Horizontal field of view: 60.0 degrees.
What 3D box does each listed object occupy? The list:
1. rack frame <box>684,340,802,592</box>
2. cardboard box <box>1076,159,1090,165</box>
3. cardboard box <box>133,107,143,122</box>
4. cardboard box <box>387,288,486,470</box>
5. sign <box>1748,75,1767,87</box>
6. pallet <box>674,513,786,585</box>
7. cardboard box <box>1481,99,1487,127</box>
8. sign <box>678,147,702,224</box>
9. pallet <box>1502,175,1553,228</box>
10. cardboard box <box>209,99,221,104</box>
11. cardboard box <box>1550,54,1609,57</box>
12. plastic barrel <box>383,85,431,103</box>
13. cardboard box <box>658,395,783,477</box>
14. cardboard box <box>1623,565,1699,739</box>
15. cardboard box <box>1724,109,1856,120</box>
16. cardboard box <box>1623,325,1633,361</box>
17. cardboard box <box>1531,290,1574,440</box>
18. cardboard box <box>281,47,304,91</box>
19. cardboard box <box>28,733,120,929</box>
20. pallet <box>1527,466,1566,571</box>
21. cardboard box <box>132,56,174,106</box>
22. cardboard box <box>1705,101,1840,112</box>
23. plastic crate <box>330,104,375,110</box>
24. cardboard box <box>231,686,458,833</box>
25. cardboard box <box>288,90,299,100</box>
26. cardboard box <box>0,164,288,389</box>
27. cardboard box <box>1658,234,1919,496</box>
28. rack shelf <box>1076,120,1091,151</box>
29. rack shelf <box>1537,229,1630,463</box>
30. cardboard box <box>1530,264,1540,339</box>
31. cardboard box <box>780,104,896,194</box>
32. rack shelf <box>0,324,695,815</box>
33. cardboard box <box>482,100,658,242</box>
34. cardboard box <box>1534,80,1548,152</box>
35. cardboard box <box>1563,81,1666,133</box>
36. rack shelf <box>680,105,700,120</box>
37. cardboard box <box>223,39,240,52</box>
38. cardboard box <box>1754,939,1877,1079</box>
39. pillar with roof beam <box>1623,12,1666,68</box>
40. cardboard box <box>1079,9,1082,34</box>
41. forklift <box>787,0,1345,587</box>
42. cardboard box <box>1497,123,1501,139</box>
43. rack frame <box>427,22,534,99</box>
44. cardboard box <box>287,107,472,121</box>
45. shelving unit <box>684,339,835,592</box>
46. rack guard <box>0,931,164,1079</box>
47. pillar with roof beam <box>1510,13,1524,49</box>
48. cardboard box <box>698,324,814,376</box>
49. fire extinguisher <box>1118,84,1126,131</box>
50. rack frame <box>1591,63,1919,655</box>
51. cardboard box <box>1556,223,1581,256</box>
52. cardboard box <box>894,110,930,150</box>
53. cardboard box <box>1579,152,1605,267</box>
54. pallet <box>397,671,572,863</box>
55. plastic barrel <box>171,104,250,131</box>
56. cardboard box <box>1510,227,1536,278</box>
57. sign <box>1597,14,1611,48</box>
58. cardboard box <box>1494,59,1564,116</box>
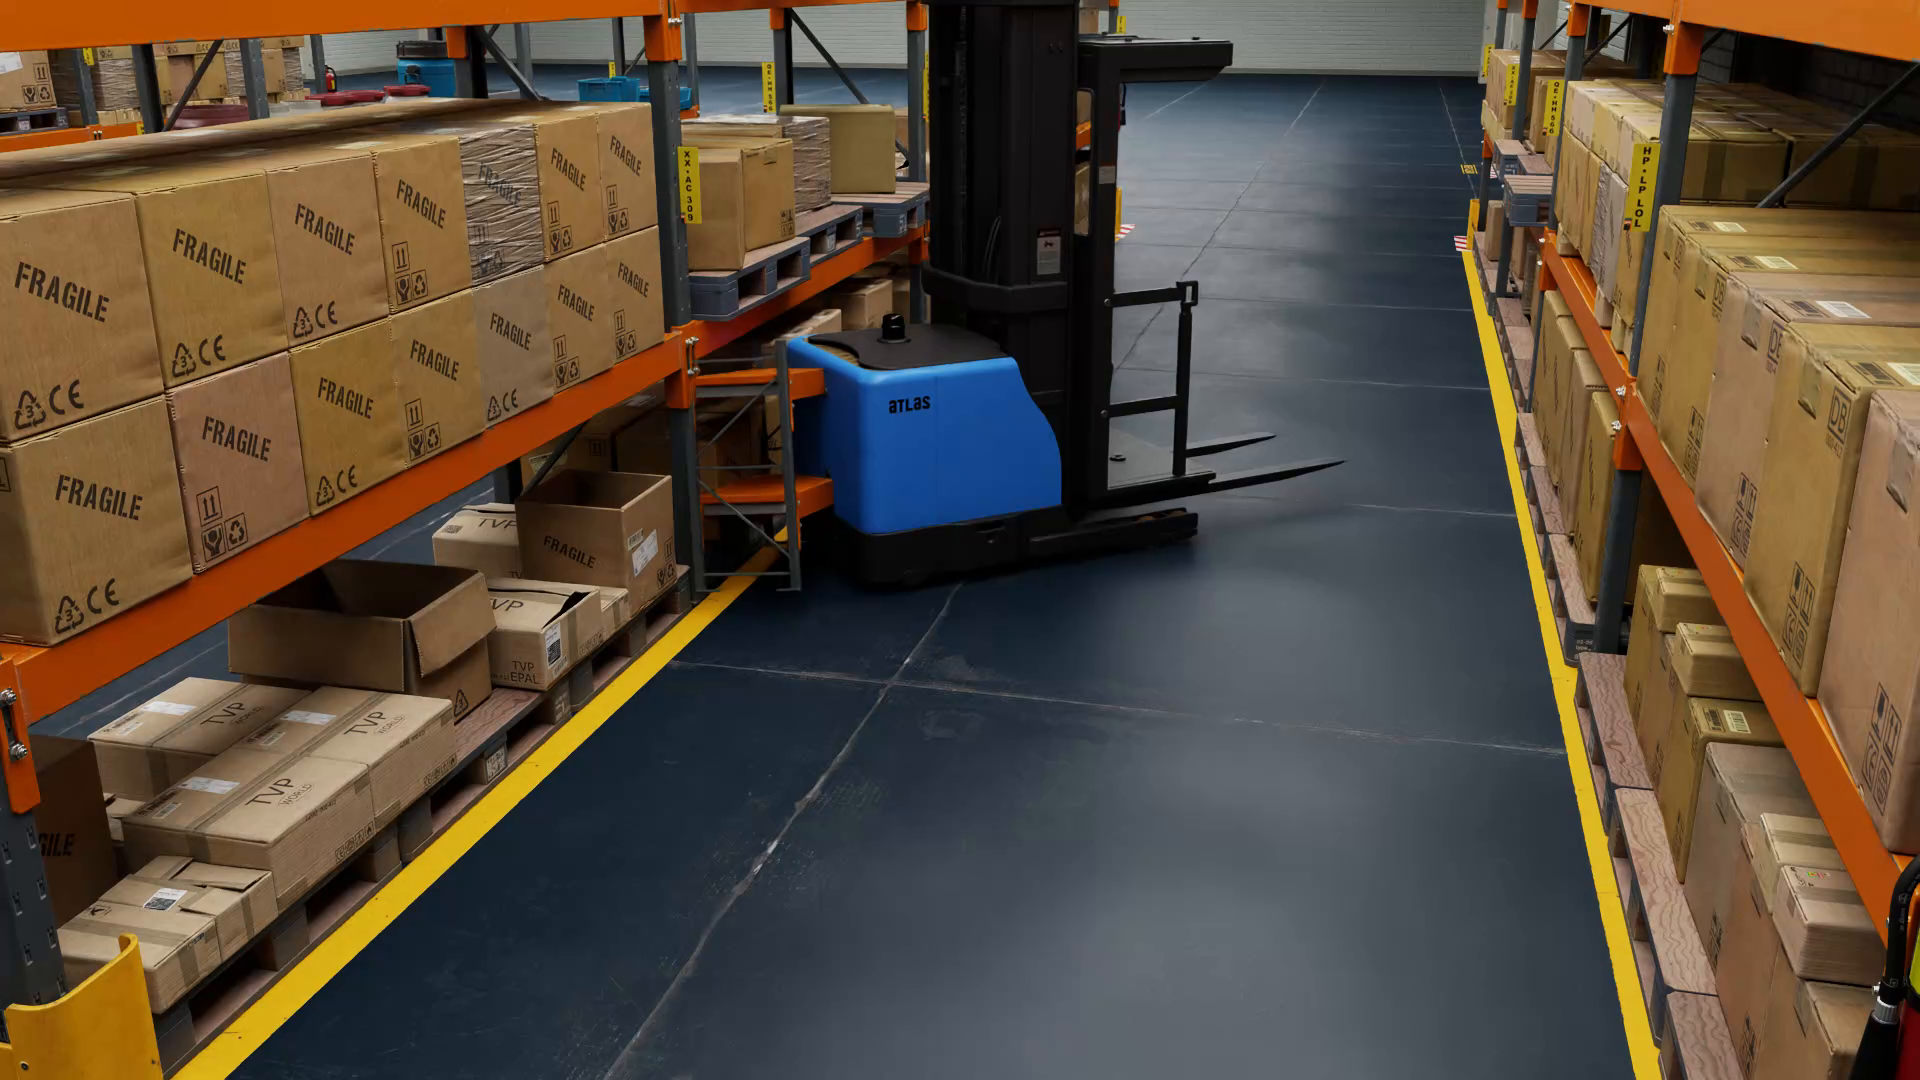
[{"bbox_3d":[-0.991,-0.325,7.497,0.500,1.125,0.032,-1,8,12],"label":"rack frame"},{"bbox_3d":[1.156,-3.675,17.250,0.500,0.500,0.500,5,19,13],"label":"cardboard box"},{"bbox_3d":[-8.901,-4.541,17.731,0.380,0.149,0.250,5,19,13],"label":"cardboard box"},{"bbox_3d":[-1.946,-0.555,5.517,0.500,0.500,0.500,5,19,14],"label":"cardboard box"},{"bbox_3d":[4.618,-2.536,9.681,0.100,0.325,0.005,5,19,13],"label":"sign"},{"bbox_3d":[-1.541,-0.106,8.671,1.003,0.211,1.213,5,19,13],"label":"pallet"},{"bbox_3d":[5.606,-4.349,16.981,0.500,0.250,0.500,4,19,12],"label":"cardboard box"},{"bbox_3d":[-1.175,-1.537,7.207,0.100,0.325,0.005,5,19,13],"label":"sign"},{"bbox_3d":[4.150,-2.172,10.703,1.213,0.211,1.003,5,19,13],"label":"pallet"},{"bbox_3d":[-8.639,-4.936,18.888,0.380,0.149,0.250,5,19,13],"label":"cardboard box"},{"bbox_3d":[5.870,-4.348,15.818,0.500,0.500,0.500,4,19,12],"label":"cardboard box"},{"bbox_3d":[-4.997,-3.849,15.106,0.433,0.535,0.433,0,19,0],"label":"plastic barrel"},{"bbox_3d":[-1.229,-0.493,8.677,0.500,0.500,0.500,5,19,14],"label":"cardboard box"},{"bbox_3d":[2.819,0.433,5.997,0.700,0.500,0.500,5,19,14],"label":"cardboard box"},{"bbox_3d":[3.706,-1.775,7.439,0.500,0.250,0.500,4,19,12],"label":"cardboard box"},{"bbox_3d":[2.910,-0.796,6.736,0.380,0.149,0.250,5,19,14],"label":"cardboard box"},{"bbox_3d":[3.772,-0.992,9.629,0.750,0.750,0.750,4,19,13],"label":"cardboard box"},{"bbox_3d":[-8.537,-5.730,20.208,0.875,0.500,0.500,5,19,13],"label":"cardboard box"},{"bbox_3d":[-2.786,0.871,4.683,0.500,0.500,0.500,5,19,13],"label":"cardboard box"},{"bbox_3d":[3.513,-0.089,8.622,1.003,0.211,1.213,5,19,13],"label":"pallet"},{"bbox_3d":[-9.027,-4.937,17.885,0.875,0.500,0.500,5,19,13],"label":"cardboard box"},{"bbox_3d":[3.837,-1.939,7.917,0.500,0.250,0.500,4,19,12],"label":"cardboard box"},{"bbox_3d":[-4.836,-3.326,13.686,0.402,0.464,0.583,5,19,13],"label":"plastic crate"},{"bbox_3d":[-2.028,0.718,5.519,0.500,0.250,0.500,5,19,13],"label":"cardboard box"},{"bbox_3d":[-8.307,-5.409,20.273,0.380,0.149,0.250,5,19,13],"label":"cardboard box"},{"bbox_3d":[-2.196,-0.717,4.444,0.500,0.500,0.500,5,19,14],"label":"cardboard box"},{"bbox_3d":[2.770,-0.522,5.112,0.980,0.700,0.700,4,19,12],"label":"cardboard box"},{"bbox_3d":[0.740,-3.961,16.758,1.077,0.370,4.000,5,19,13],"label":"rack shelf"},{"bbox_3d":[3.590,-1.064,8.275,1.077,0.370,4.000,5,19,13],"label":"rack shelf"},{"bbox_3d":[4.651,-1.756,12.373,0.700,0.500,0.500,5,19,14],"label":"cardboard box"},{"bbox_3d":[-0.770,-2.461,10.448,0.700,0.500,0.500,-2,19,-5],"label":"cardboard box"},{"bbox_3d":[-2.192,-0.200,5.746,1.077,0.370,4.000,5,19,13],"label":"rack shelf"},{"bbox_3d":[-1.575,-1.509,6.763,0.500,0.500,0.500,5,19,14],"label":"cardboard box"},{"bbox_3d":[4.755,-3.209,12.607,0.700,0.500,0.500,7,20,19],"label":"cardboard box"},{"bbox_3d":[3.711,-2.453,9.421,0.500,0.250,0.500,5,20,15],"label":"cardboard box"},{"bbox_3d":[-4.062,-4.354,17.906,1.077,0.370,4.000,5,19,13],"label":"rack shelf"},{"bbox_3d":[-8.512,-5.868,19.064,0.500,0.500,0.500,5,19,13],"label":"cardboard box"},{"bbox_3d":[2.198,1.233,3.654,0.700,0.500,0.500,5,19,13],"label":"cardboard box"},{"bbox_3d":[2.527,-7.430,16.518,9.100,9.000,0.400,5,19,13],"label":"pillar with roof beam"},{"bbox_3d":[0.844,-5.105,16.830,0.700,0.500,0.500,5,19,14],"label":"cardboard box"},{"bbox_3d":[0.660,-1.483,8.495,3.031,2.935,1.130,-10,21,-26],"label":"forklift"},{"bbox_3d":[5.008,-3.551,14.645,0.500,0.250,0.500,5,19,14],"label":"cardboard box"},{"bbox_3d":[-4.551,-4.067,15.955,1.000,3.000,0.127,5,19,13],"label":"rack frame"},{"bbox_3d":[-2.216,-1.401,6.446,0.500,0.500,0.500,4,19,12],"label":"cardboard box"},{"bbox_3d":[-0.888,-0.397,7.990,0.538,1.125,1.048,-1,8,12],"label":"shelving unit"},{"bbox_3d":[-2.662,1.245,4.268,1.175,0.500,0.348,5,19,13],"label":"rack guard"},{"bbox_3d":[6.925,-13.072,33.036,9.100,9.000,0.400,5,19,13],"label":"pillar with roof beam"},{"bbox_3d":[-1.104,-0.993,8.982,0.500,0.250,0.500,5,19,13],"label":"cardboard box"},{"bbox_3d":[1.708,-4.892,18.490,0.296,0.674,0.183,5,19,13],"label":"fire extinguisher"},{"bbox_3d":[3.102,-0.777,6.323,1.000,3.000,0.127,5,19,13],"label":"rack frame"},{"bbox_3d":[3.557,-1.682,9.329,0.380,0.149,0.250,5,20,15],"label":"cardboard box"},{"bbox_3d":[-0.331,-2.996,12.663,0.500,0.500,0.500,4,19,10],"label":"cardboard box"},{"bbox_3d":[3.333,-1.614,8.126,0.500,0.500,0.500,5,20,15],"label":"cardboard box"},{"bbox_3d":[-2.168,0.751,6.163,1.003,0.211,1.213,5,19,13],"label":"pallet"},{"bbox_3d":[-5.708,-3.047,12.758,0.600,0.536,0.708,5,19,13],"label":"plastic barrel"},{"bbox_3d":[5.271,-2.639,14.959,0.500,0.500,0.500,3,19,9],"label":"cardboard box"},{"bbox_3d":[6.567,-5.186,16.950,0.100,0.325,0.005,5,19,13],"label":"sign"},{"bbox_3d":[5.122,-4.065,14.988,0.500,0.500,0.500,4,19,12],"label":"cardboard box"}]
